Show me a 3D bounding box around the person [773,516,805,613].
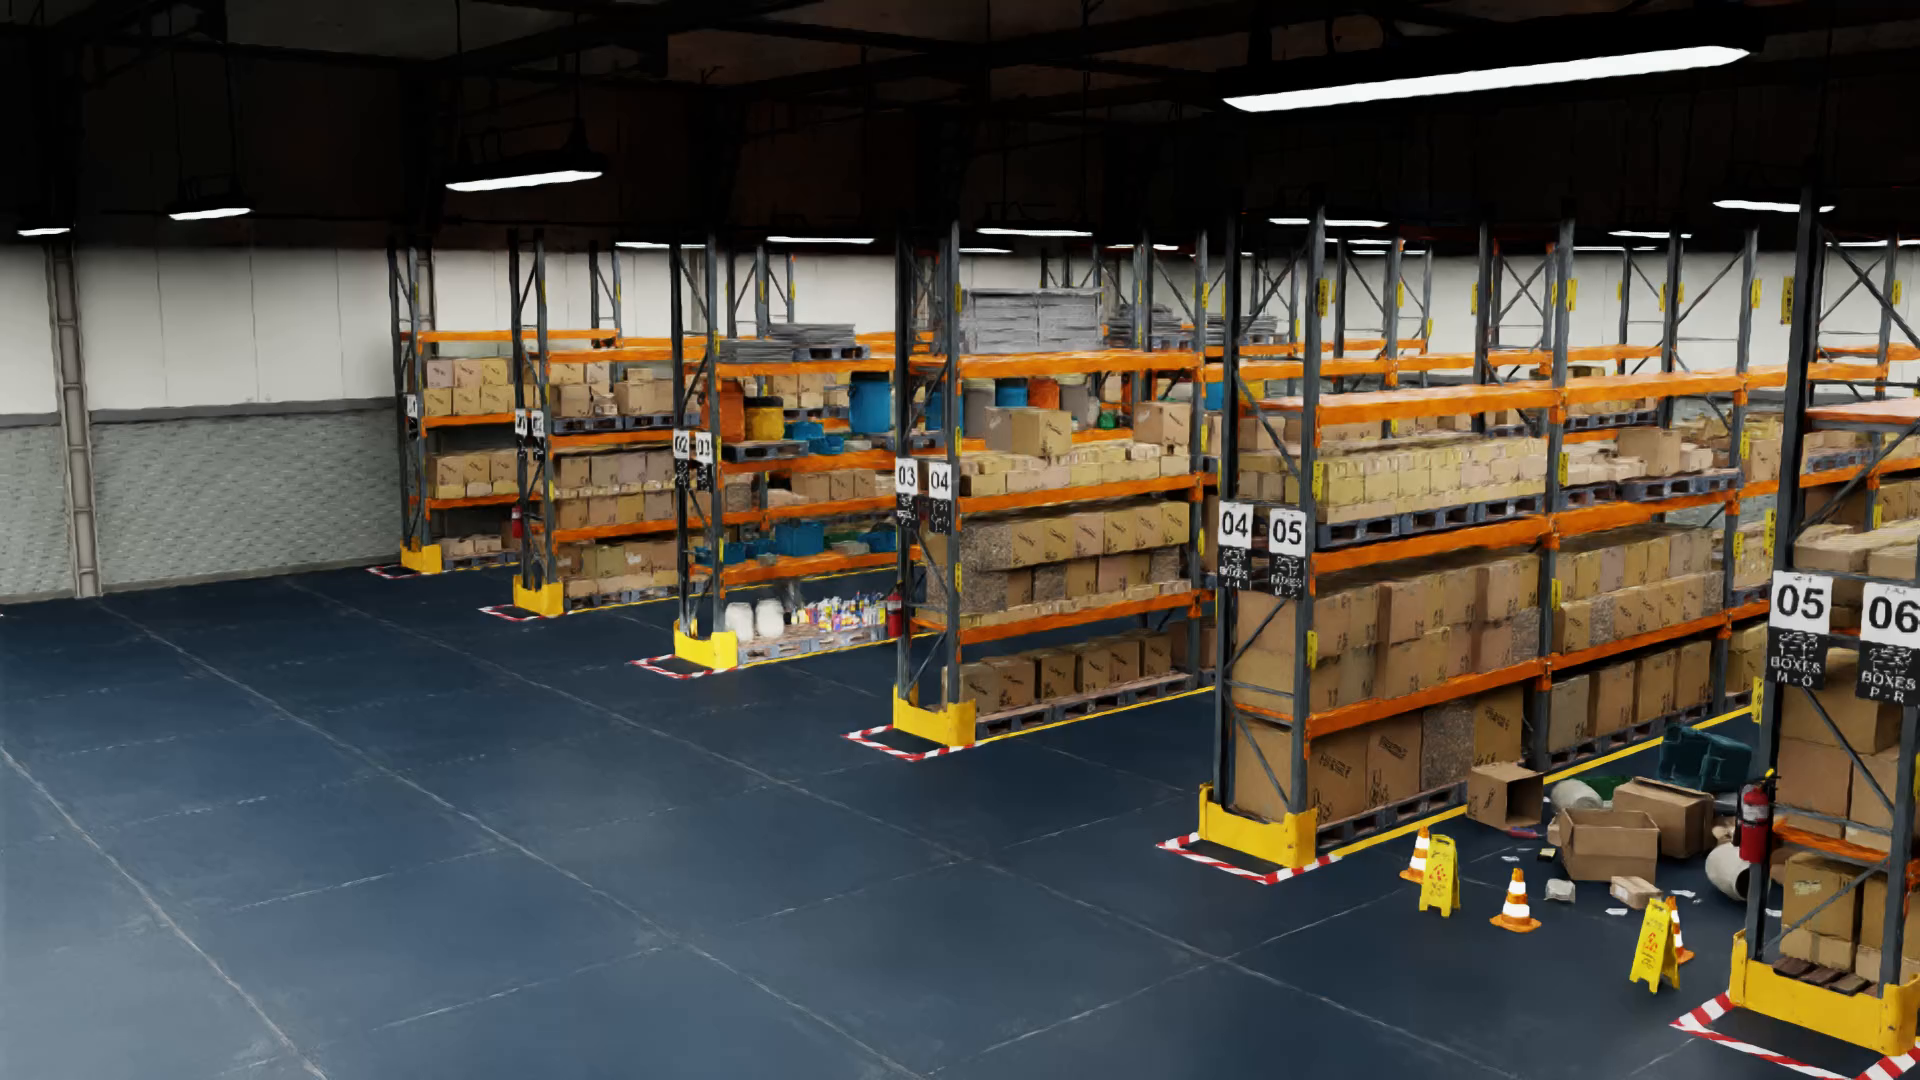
[{"bbox_3d":[-2.675,0.415,25.929,0.518,1.590,0.592,-8,12,-42],"label":"person"}]
